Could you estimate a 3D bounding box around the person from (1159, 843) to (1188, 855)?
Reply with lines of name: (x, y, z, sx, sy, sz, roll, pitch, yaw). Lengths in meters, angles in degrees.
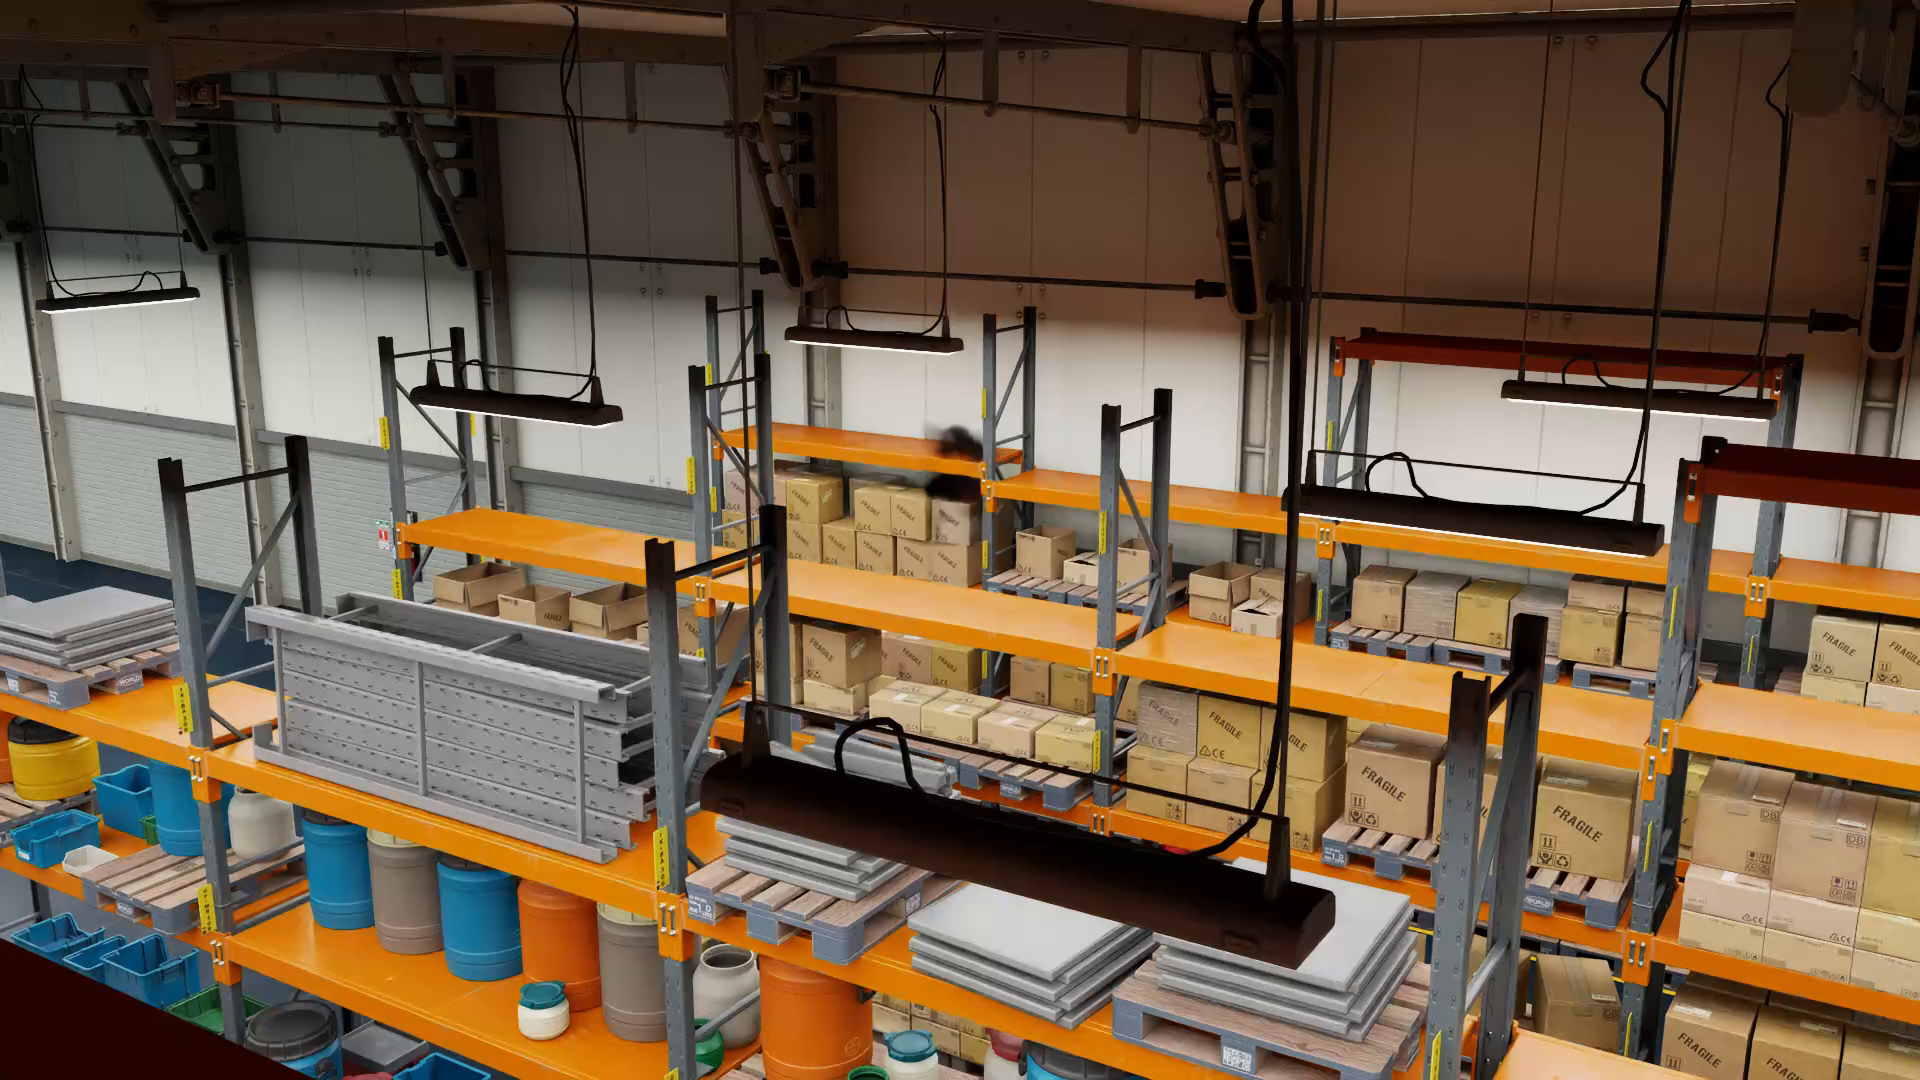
person: (1.957, 3.408, 15.704, 0.809, 1.709, 0.642, 8, 16, 29)
